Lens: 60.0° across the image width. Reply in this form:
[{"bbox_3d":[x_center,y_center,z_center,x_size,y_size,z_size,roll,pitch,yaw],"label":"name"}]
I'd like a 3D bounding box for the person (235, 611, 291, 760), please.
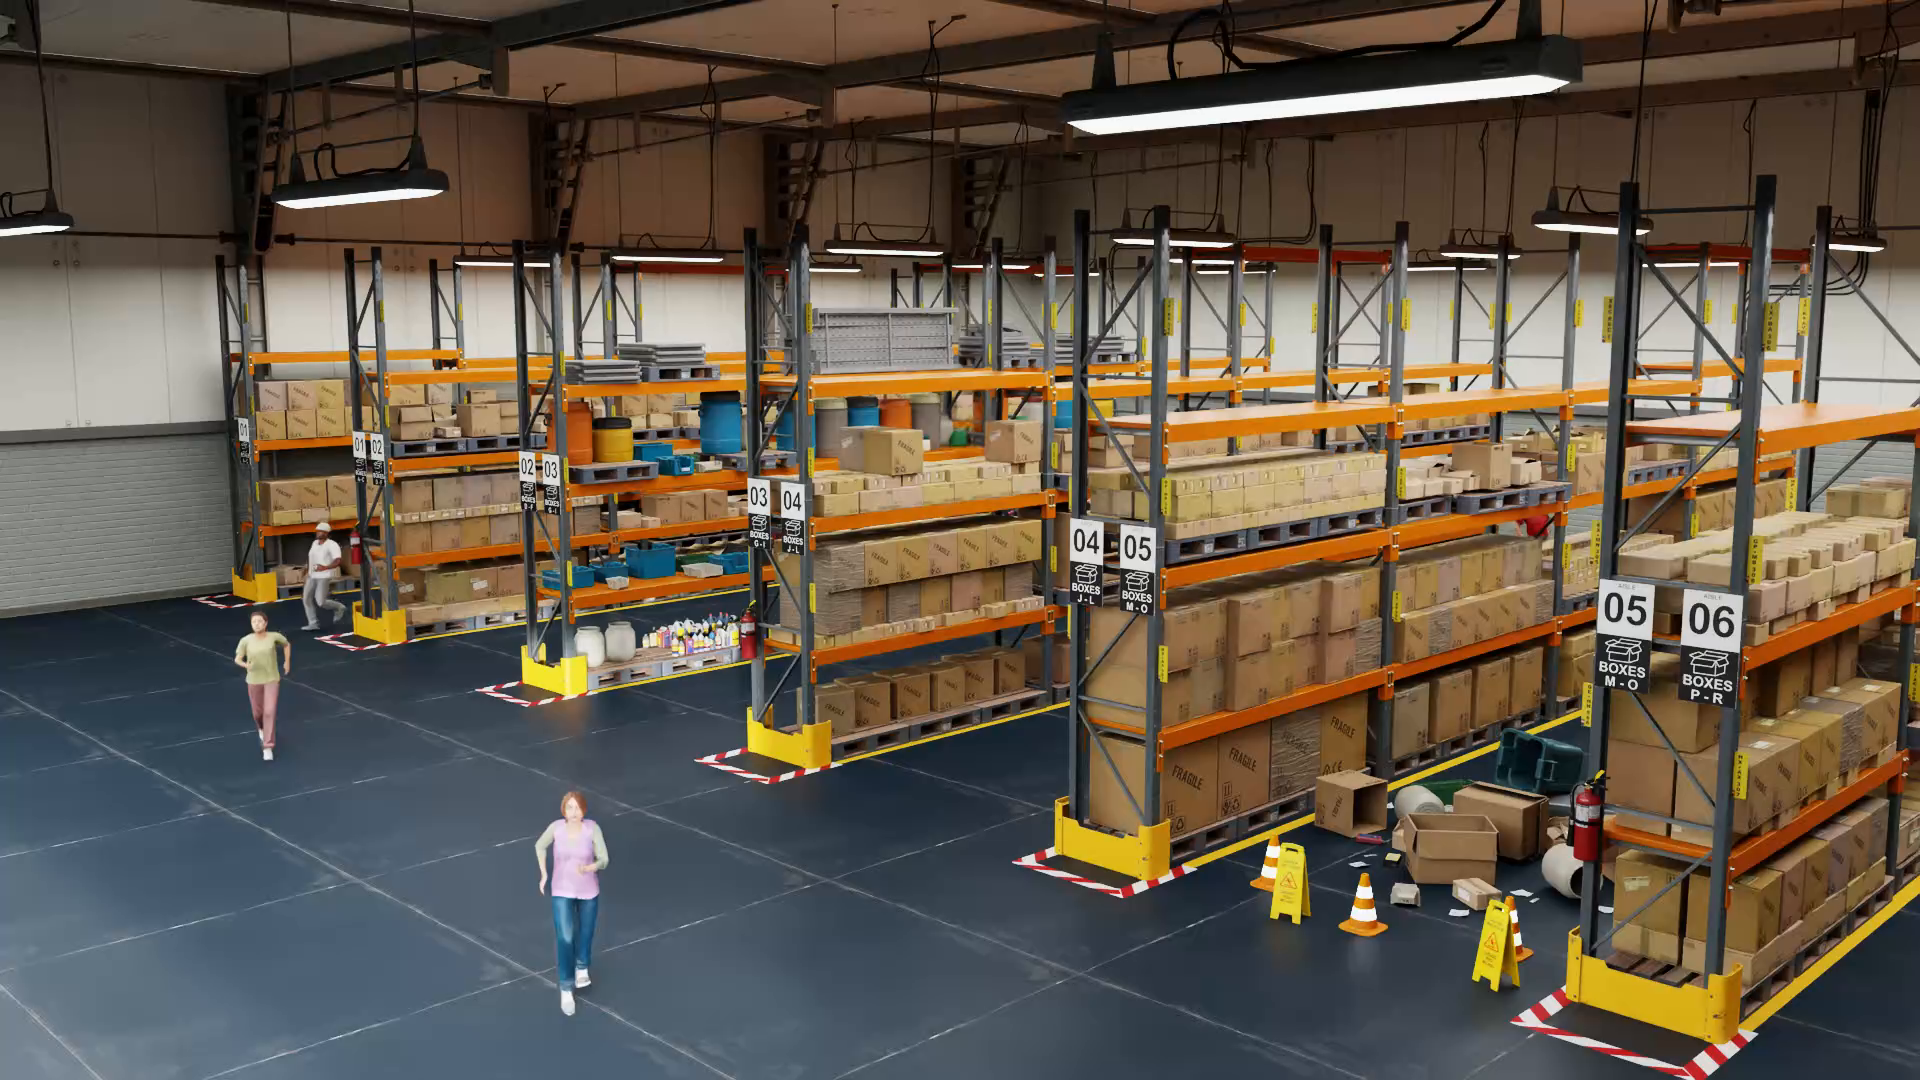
[{"bbox_3d":[-7.990,1.631,19.065,0.588,1.626,1.008,-3,8,-18],"label":"person"}]

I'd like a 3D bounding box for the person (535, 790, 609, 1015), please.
[{"bbox_3d":[-2.852,2.649,12.290,0.503,1.639,0.703,-3,9,-18],"label":"person"}]

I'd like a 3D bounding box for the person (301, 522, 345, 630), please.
[{"bbox_3d":[-10.191,0.578,26.504,0.759,1.724,0.699,5,9,30],"label":"person"}]

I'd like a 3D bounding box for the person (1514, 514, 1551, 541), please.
[{"bbox_3d":[10.458,0.041,30.286,0.711,1.701,0.834,-2,8,-14],"label":"person"}]
